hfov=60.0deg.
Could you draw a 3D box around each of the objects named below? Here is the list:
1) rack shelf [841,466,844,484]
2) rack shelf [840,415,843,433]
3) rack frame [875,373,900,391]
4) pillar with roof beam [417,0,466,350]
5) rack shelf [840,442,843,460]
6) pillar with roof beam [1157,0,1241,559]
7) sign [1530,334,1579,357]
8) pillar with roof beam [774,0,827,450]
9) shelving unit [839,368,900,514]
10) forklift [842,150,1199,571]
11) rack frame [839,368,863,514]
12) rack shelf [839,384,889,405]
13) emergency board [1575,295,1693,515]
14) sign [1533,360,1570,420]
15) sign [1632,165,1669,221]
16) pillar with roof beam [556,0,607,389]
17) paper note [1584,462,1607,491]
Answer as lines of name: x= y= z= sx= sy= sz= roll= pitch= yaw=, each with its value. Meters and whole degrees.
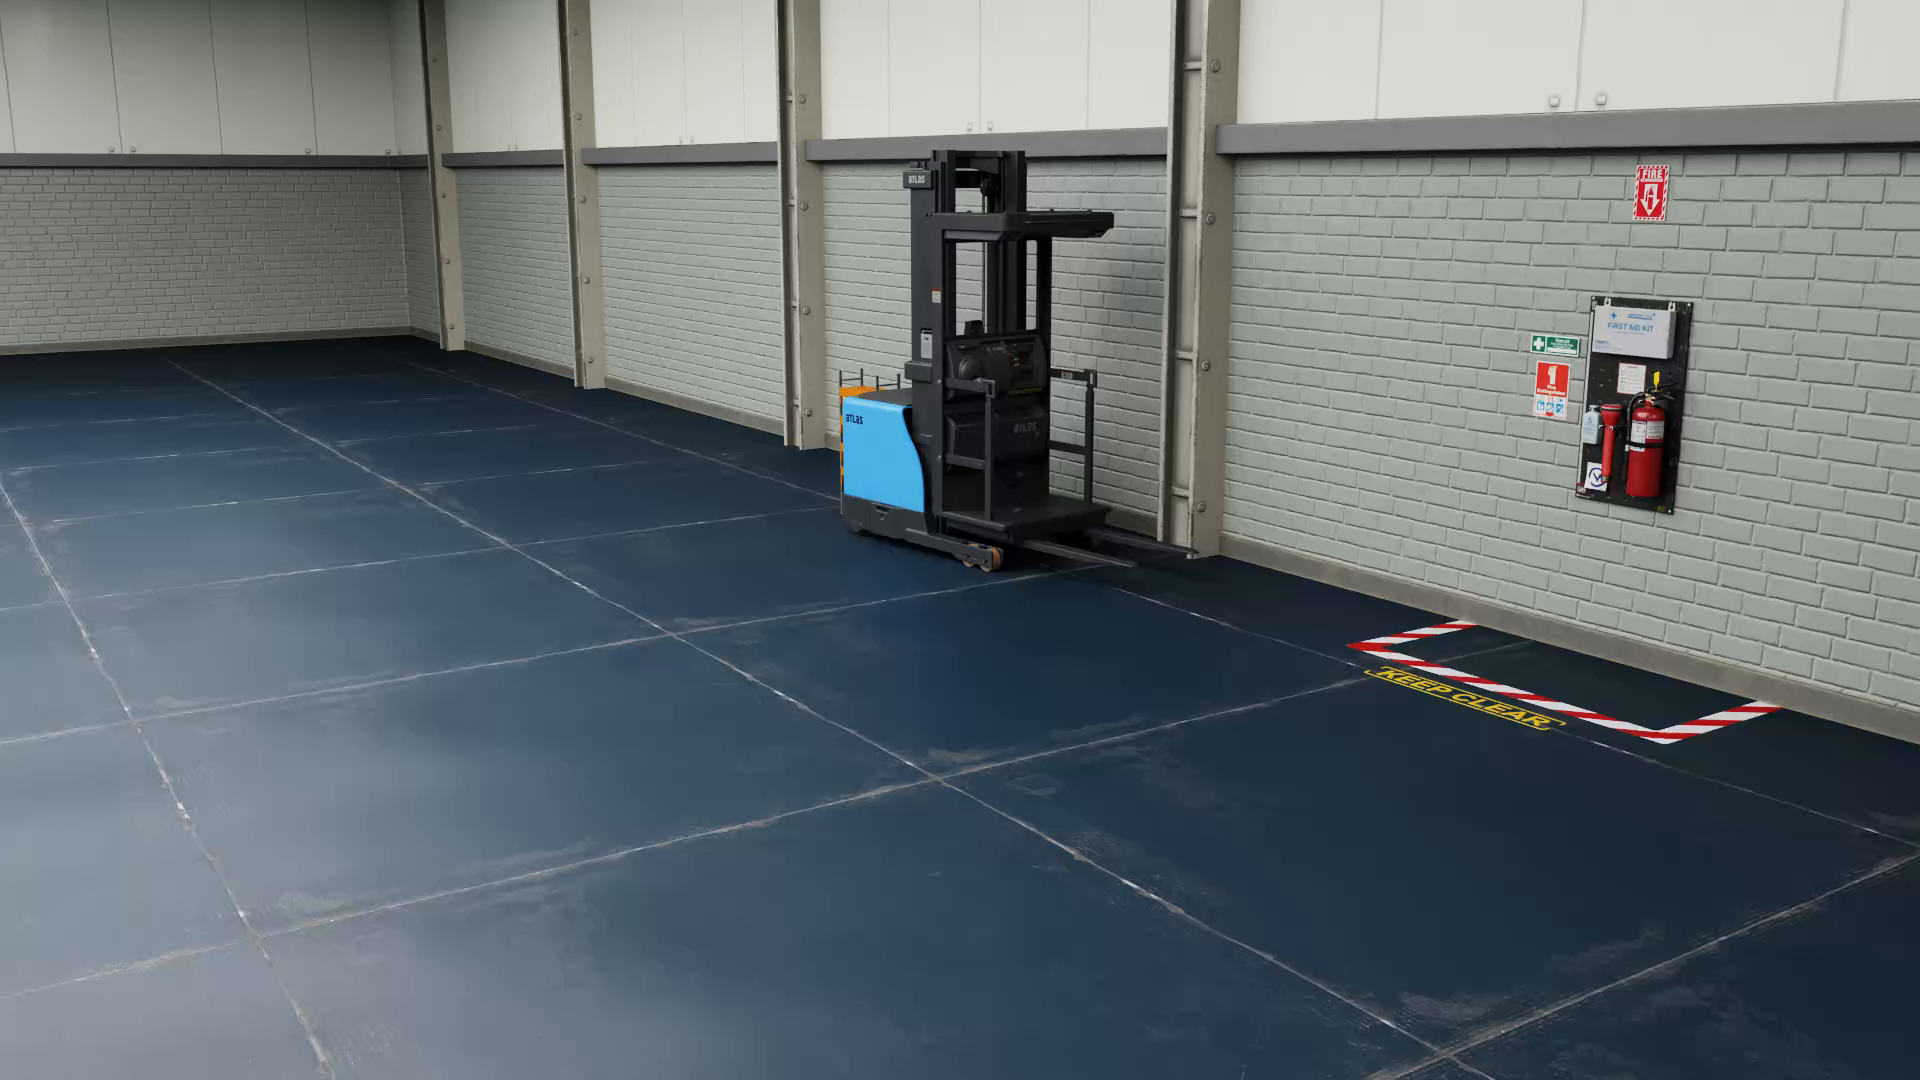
rack shelf: x=-0.736 y=-0.516 z=13.659 sx=0.258 sy=0.148 sz=0.480 roll=-10 pitch=16 yaw=-40
rack shelf: x=-0.736 y=-0.929 z=13.569 sx=0.258 sy=0.148 sz=0.480 roll=-10 pitch=16 yaw=-40
rack frame: x=-0.577 y=-0.737 z=13.421 sx=0.240 sy=1.200 sz=0.015 roll=-10 pitch=16 yaw=-40
pillar with roof beam: x=-11.838 y=-7.001 z=23.812 sx=9.100 sy=9.000 sz=0.400 roll=-8 pitch=15 yaw=-33
rack shelf: x=-0.736 y=-0.710 z=13.617 sx=0.258 sy=0.148 sz=0.480 roll=-10 pitch=16 yaw=-40
pillar with roof beam: x=-1.866 y=-3.800 z=9.174 sx=9.100 sy=9.000 sz=0.400 roll=-8 pitch=15 yaw=-33
sign: x=3.480 y=-1.141 z=9.732 sx=0.001 sy=0.109 sz=0.331 roll=-8 pitch=15 yaw=-33
pillar with roof beam: x=-5.190 y=-4.867 z=14.053 sx=9.100 sy=9.000 sz=0.400 roll=-8 pitch=15 yaw=-33
shelving unit: x=-0.736 y=-0.776 z=13.602 sx=0.258 sy=1.200 sz=0.503 roll=-10 pitch=16 yaw=-40
forklift: x=0.410 y=-1.330 z=12.082 sx=1.130 sy=2.935 sz=3.031 roll=-10 pitch=16 yaw=-40
rack frame: x=-0.895 y=-0.816 z=13.783 sx=0.240 sy=1.200 sz=0.015 roll=-10 pitch=16 yaw=-40
rack shelf: x=-0.736 y=-1.160 z=13.518 sx=0.258 sy=0.148 sz=0.480 roll=-10 pitch=16 yaw=-40
emergency board: x=3.705 y=-0.756 z=9.295 sx=0.194 sy=1.169 sz=0.643 roll=-8 pitch=15 yaw=-33
sign: x=3.485 y=-0.884 z=9.797 sx=0.001 sy=0.329 sz=0.234 roll=-8 pitch=15 yaw=-33
sign: x=3.784 y=-1.901 z=9.108 sx=0.001 sy=0.298 sz=0.199 roll=-8 pitch=15 yaw=-33
pillar with roof beam: x=-8.514 y=-5.934 z=18.933 sx=9.100 sy=9.000 sz=0.400 roll=-8 pitch=15 yaw=-33
paper note: x=3.664 y=-0.365 z=9.571 sx=0.016 sy=0.148 sz=0.142 roll=-8 pitch=15 yaw=-33
